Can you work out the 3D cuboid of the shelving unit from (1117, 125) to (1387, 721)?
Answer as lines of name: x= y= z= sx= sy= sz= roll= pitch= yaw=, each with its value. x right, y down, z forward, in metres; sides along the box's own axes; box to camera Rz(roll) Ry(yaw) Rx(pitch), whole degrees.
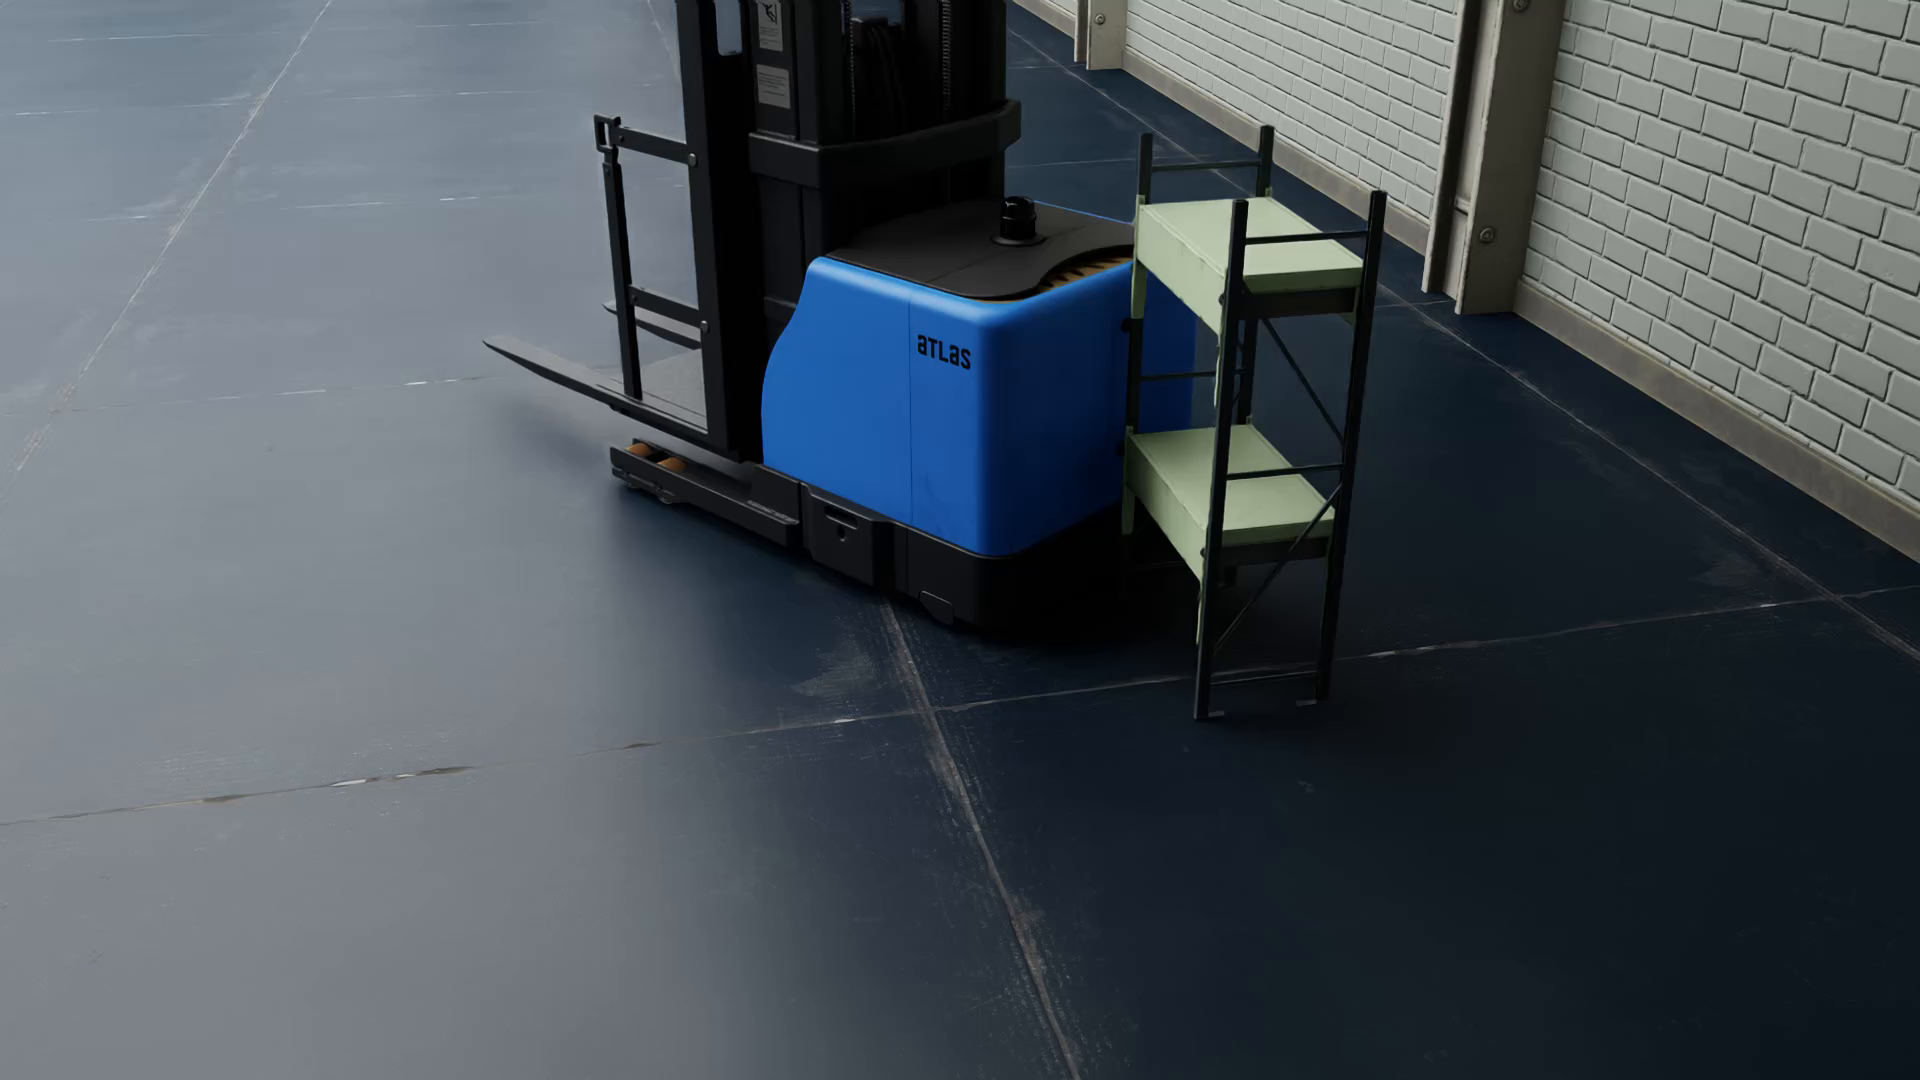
shelving unit: x=0.785 y=-0.340 z=4.759 sx=0.431 sy=1.500 sz=0.755 roll=-6 pitch=27 yaw=-11

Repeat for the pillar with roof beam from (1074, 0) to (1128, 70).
pillar with roof beam: x=-3.080 y=-7.379 z=10.383 sx=9.100 sy=9.000 sz=0.400 roll=-6 pitch=27 yaw=-12

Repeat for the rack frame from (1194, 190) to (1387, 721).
rack frame: x=0.865 y=-0.179 z=4.440 sx=0.400 sy=1.500 sz=0.023 roll=-6 pitch=27 yaw=-11

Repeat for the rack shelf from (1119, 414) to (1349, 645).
rack shelf: x=0.785 y=-0.049 z=4.906 sx=0.431 sy=0.370 sz=0.720 roll=-6 pitch=27 yaw=-11

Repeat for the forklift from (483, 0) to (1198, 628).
forklift: x=-0.644 y=-1.590 z=5.648 sx=3.031 sy=2.935 sz=1.130 roll=23 pitch=34 yaw=37

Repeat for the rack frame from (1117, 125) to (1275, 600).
rack frame: x=0.705 y=-0.501 z=5.078 sx=0.400 sy=1.500 sz=0.023 roll=-6 pitch=27 yaw=-11

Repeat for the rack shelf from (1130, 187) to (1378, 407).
rack shelf: x=0.785 y=-0.688 z=4.583 sx=0.431 sy=0.370 sz=0.720 roll=-6 pitch=27 yaw=-11

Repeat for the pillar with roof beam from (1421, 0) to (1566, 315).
pillar with roof beam: x=-1.728 y=-4.745 z=5.165 sx=9.100 sy=9.000 sz=0.400 roll=-6 pitch=27 yaw=-12
